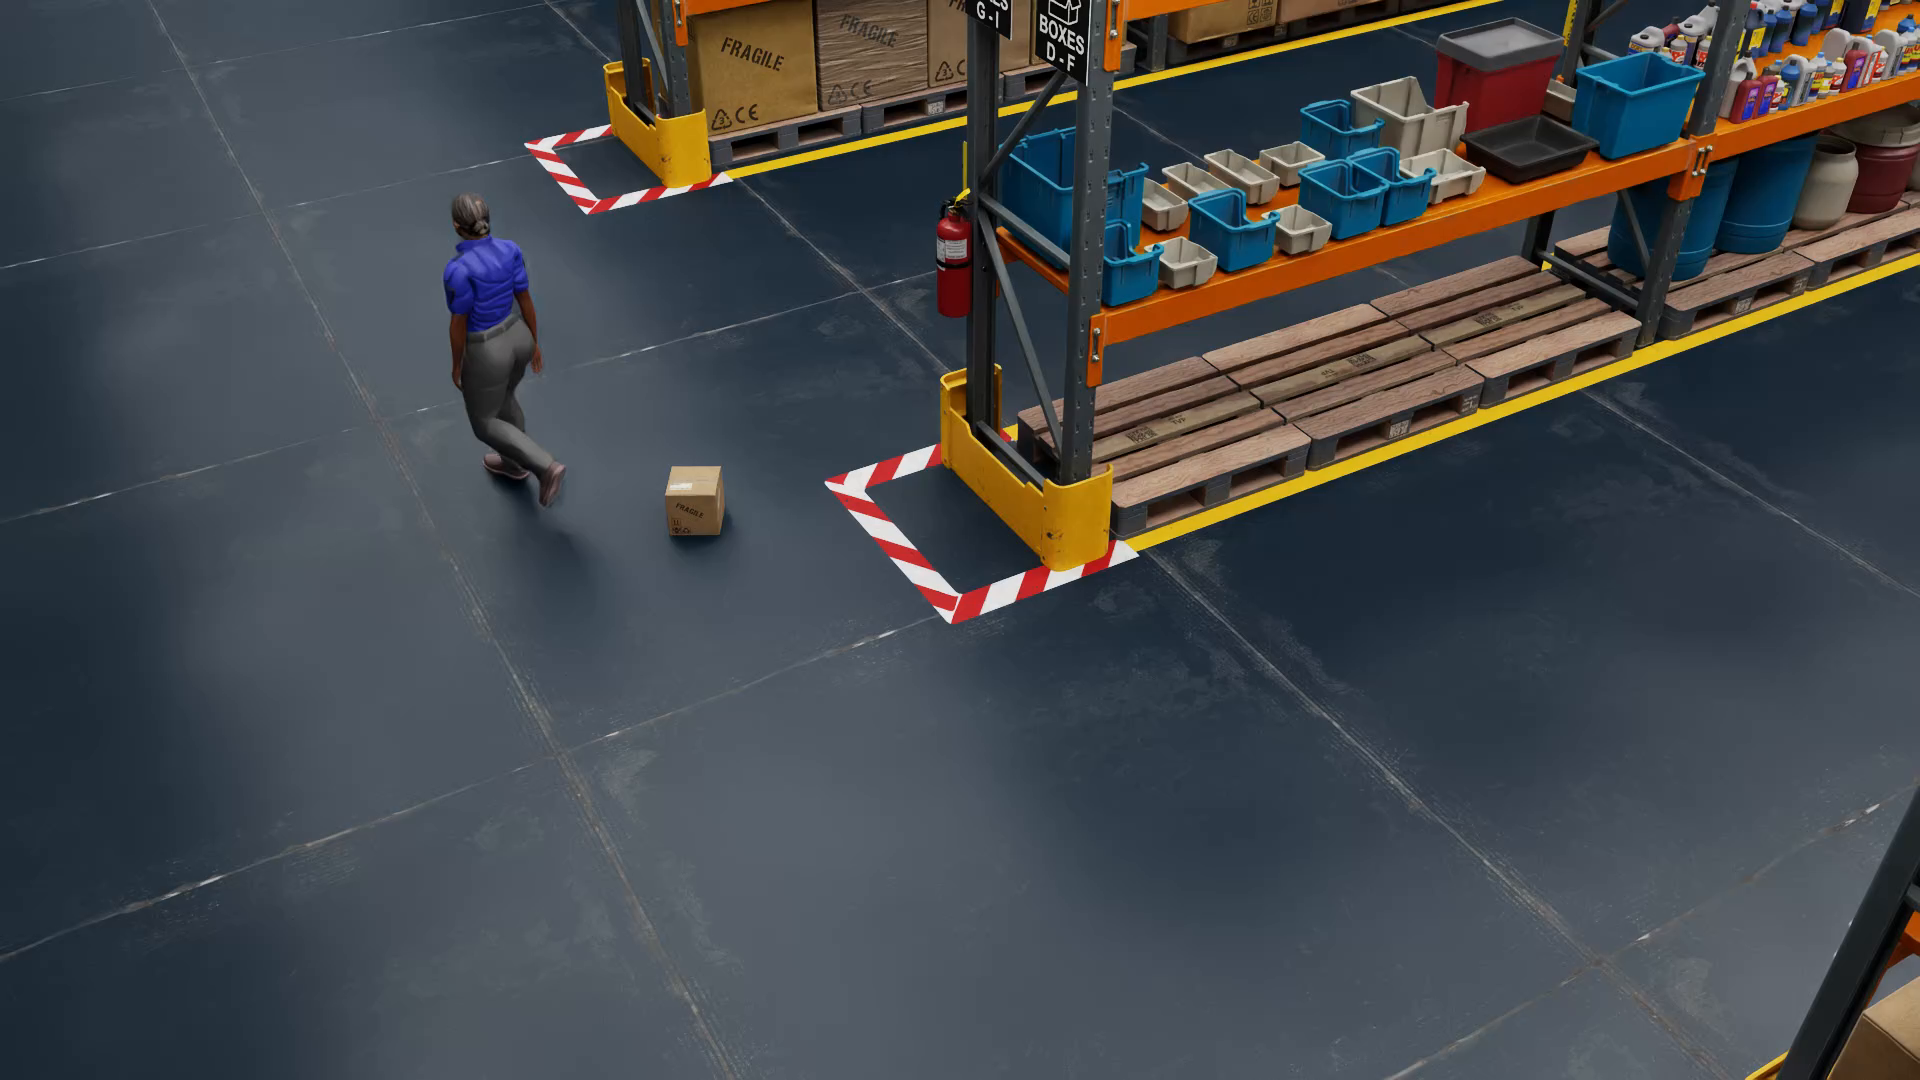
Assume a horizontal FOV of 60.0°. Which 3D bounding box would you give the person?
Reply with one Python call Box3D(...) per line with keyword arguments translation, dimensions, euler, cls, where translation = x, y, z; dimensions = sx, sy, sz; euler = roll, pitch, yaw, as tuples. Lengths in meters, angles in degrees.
Box3D(translation=(-2.228, -0.916, 8.112), dimensions=(0.722, 1.630, 0.449), euler=(20, 41, 24), cls="person")
